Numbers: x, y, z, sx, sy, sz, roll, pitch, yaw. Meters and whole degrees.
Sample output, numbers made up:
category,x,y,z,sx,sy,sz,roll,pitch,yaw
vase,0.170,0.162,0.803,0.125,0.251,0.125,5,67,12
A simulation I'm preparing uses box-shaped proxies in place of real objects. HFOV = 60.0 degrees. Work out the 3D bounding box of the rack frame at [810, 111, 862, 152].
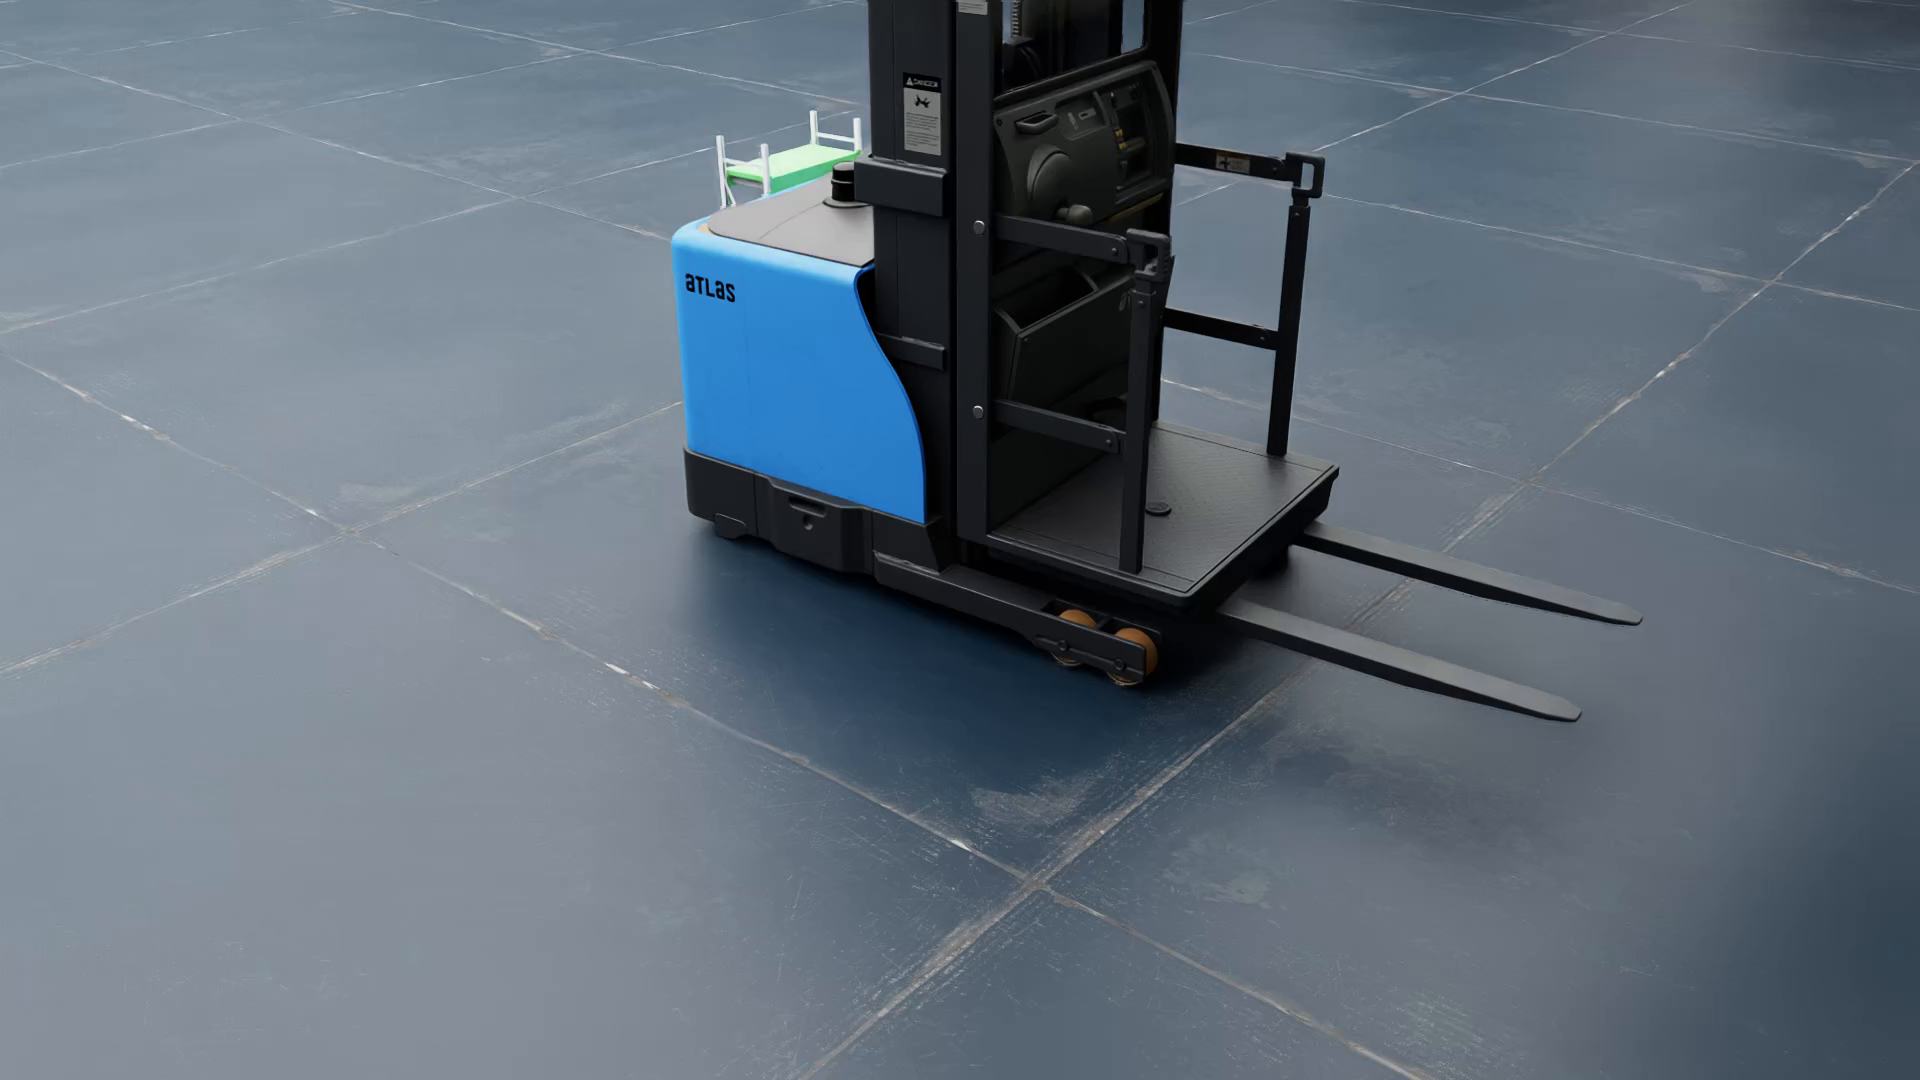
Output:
category,x,y,z,sx,sy,sz,roll,pitch,yaw
rack frame,-0.455,-1.045,6.459,0.240,1.200,0.015,19,33,34

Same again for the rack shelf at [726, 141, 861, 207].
category,x,y,z,sx,sy,sz,roll,pitch,yaw
rack shelf,-0.613,-1.329,6.102,0.258,0.148,0.480,19,33,34

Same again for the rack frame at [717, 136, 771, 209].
category,x,y,z,sx,sy,sz,roll,pitch,yaw
rack frame,-0.757,-0.869,6.118,0.240,1.200,0.015,19,33,34

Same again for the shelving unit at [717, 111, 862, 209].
category,x,y,z,sx,sy,sz,roll,pitch,yaw
shelving unit,-0.606,-0.957,6.288,0.258,1.200,0.503,19,33,34

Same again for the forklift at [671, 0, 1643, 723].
category,x,y,z,sx,sy,sz,roll,pitch,yaw
forklift,0.552,-1.150,4.783,3.031,2.935,1.130,18,32,30
